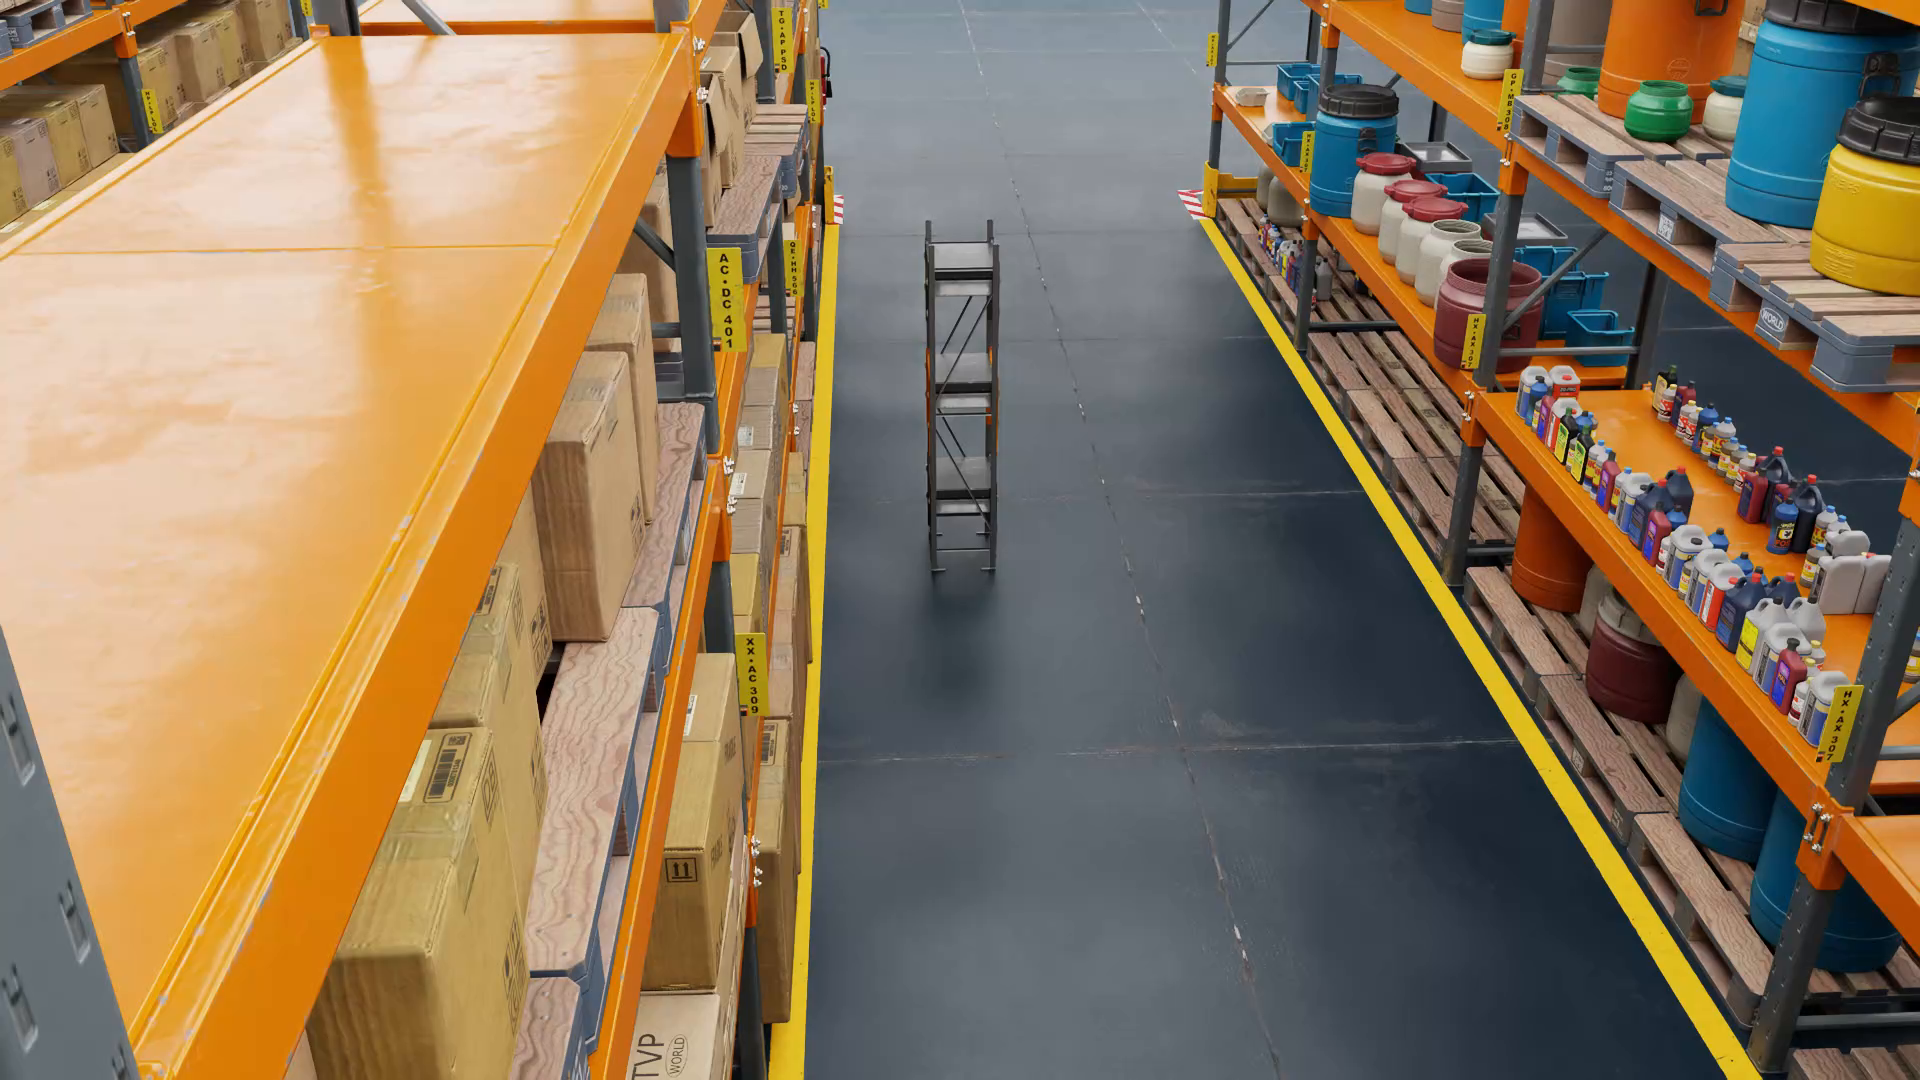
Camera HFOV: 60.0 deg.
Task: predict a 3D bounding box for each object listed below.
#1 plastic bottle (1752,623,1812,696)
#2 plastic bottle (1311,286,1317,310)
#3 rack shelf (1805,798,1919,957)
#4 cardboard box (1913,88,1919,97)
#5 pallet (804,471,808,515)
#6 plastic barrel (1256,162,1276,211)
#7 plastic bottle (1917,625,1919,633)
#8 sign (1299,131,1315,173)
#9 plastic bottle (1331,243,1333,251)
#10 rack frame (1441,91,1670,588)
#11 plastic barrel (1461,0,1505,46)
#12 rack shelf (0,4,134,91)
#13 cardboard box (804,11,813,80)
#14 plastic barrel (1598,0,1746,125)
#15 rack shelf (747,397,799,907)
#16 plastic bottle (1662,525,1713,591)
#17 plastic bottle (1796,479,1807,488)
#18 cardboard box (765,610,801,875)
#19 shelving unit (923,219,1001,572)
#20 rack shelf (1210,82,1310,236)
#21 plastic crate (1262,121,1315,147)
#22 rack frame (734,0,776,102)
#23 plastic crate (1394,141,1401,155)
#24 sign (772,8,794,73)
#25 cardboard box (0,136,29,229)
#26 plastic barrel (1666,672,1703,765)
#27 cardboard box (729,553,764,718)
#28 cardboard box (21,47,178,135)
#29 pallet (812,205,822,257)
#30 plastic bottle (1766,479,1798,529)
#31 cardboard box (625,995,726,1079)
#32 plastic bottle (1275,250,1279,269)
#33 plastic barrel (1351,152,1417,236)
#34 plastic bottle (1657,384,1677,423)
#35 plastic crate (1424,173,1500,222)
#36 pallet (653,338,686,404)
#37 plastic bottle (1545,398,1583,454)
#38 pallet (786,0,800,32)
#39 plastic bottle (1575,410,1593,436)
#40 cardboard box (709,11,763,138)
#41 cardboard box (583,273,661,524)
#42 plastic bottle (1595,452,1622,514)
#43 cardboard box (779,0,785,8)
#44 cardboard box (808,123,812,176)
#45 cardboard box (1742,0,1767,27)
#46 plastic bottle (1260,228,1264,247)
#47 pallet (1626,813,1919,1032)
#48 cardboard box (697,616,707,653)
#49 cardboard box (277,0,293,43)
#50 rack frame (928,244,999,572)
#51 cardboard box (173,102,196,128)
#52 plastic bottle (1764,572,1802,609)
[{"bbox_3d":[3.330,0.481,6.717,0.152,0.276,0.135,-1,28,-3],"label":"plastic bottle"},{"bbox_3d":[2.944,-2.039,13.967,0.097,0.201,0.097,0,28,0],"label":"plastic bottle"},{"bbox_3d":[3.797,2.012,4.427,1.077,0.370,4.000,-1,28,-3],"label":"rack shelf"},{"bbox_3d":[7.982,-3.610,13.617,0.380,0.149,0.250,-2,28,-4],"label":"cardboard box"},{"bbox_3d":[-1.502,-0.083,10.680,1.003,0.211,1.213,-1,28,-3],"label":"pallet"},{"bbox_3d":[3.176,-3.553,16.555,0.421,0.512,0.421,0,28,0],"label":"plastic barrel"},{"bbox_3d":[4.046,0.366,7.019,0.097,0.201,0.097,0,28,0],"label":"plastic bottle"},{"bbox_3d":[2.724,-3.040,13.035,0.100,0.325,0.005,-1,28,-3],"label":"sign"},{"bbox_3d":[3.479,-2.806,15.347,0.061,0.283,0.133,-1,28,-3],"label":"plastic bottle"},{"bbox_3d":[3.483,-1.078,9.573,1.000,3.000,0.127,-1,28,-3],"label":"rack frame"},{"bbox_3d":[3.586,-3.644,10.707,0.600,0.901,0.708,-1,28,-3],"label":"plastic barrel"},{"bbox_3d":[-6.526,-2.820,10.447,1.077,0.370,4.000,-1,28,-3],"label":"rack shelf"},{"bbox_3d":[-1.495,-4.101,13.858,0.500,0.500,0.500,-1,28,-3],"label":"cardboard box"},{"bbox_3d":[3.510,-2.522,8.180,0.600,0.830,0.708,-1,28,-3],"label":"plastic barrel"},{"bbox_3d":[-1.359,0.284,7.739,1.077,0.370,4.000,-1,28,-3],"label":"rack shelf"},{"bbox_3d":[3.284,0.079,7.488,0.152,0.276,0.135,-1,28,-3],"label":"plastic bottle"},{"bbox_3d":[4.007,-0.175,7.968,0.061,0.283,0.133,-1,28,-3],"label":"plastic bottle"},{"bbox_3d":[-1.355,0.937,7.553,1.225,0.875,0.875,-2,28,-4],"label":"cardboard box"},{"bbox_3d":[0.009,-0.855,10.118,0.431,2.100,0.503,-1,28,-3],"label":"shelving unit"},{"bbox_3d":[3.170,-3.530,15.052,1.077,0.370,4.000,-1,28,-3],"label":"rack shelf"},{"bbox_3d":[2.937,-3.552,14.602,0.530,0.136,0.437,-1,28,-3],"label":"plastic crate"},{"bbox_3d":[-1.463,-3.618,7.956,1.000,3.000,0.127,-1,28,-3],"label":"rack frame"},{"bbox_3d":[3.374,-3.142,13.598,0.767,0.338,0.504,-1,28,-3],"label":"plastic crate"},{"bbox_3d":[-0.908,-2.562,8.531,0.100,0.325,0.005,-1,28,-3],"label":"sign"},{"bbox_3d":[-6.519,-2.287,10.702,0.700,0.500,0.500,-2,28,-3],"label":"cardboard box"},{"bbox_3d":[3.704,0.845,8.123,0.421,0.512,0.421,0,28,0],"label":"plastic barrel"},{"bbox_3d":[-1.056,0.394,6.643,0.500,0.500,0.500,-1,28,-3],"label":"cardboard box"},{"bbox_3d":[-6.615,-3.449,12.789,0.875,0.550,0.550,-1,28,-3],"label":"cardboard box"},{"bbox_3d":[-1.870,-3.005,16.284,1.003,0.211,1.213,-1,28,-3],"label":"pallet"},{"bbox_3d":[3.946,-0.173,7.965,0.061,0.283,0.133,-1,28,-3],"label":"plastic bottle"},{"bbox_3d":[-0.913,1.496,4.479,0.500,0.250,0.500,-1,28,-2],"label":"cardboard box"},{"bbox_3d":[2.888,-2.537,14.920,0.097,0.201,0.097,0,28,0],"label":"plastic bottle"},{"bbox_3d":[3.105,-2.538,12.226,0.433,0.535,0.433,0,28,0],"label":"plastic barrel"},{"bbox_3d":[3.918,-0.760,9.177,0.097,0.201,0.097,0,28,0],"label":"plastic bottle"},{"bbox_3d":[3.643,-2.416,12.156,0.392,0.384,0.575,-1,28,-3],"label":"plastic crate"},{"bbox_3d":[-1.351,-0.778,5.962,0.805,0.209,1.217,-2,28,-5],"label":"pallet"},{"bbox_3d":[3.207,-0.602,8.794,0.152,0.276,0.135,-1,28,-3],"label":"plastic bottle"},{"bbox_3d":[-1.746,-3.765,11.684,1.213,0.211,1.003,-1,28,-3],"label":"pallet"},{"bbox_3d":[3.247,-0.547,8.694,0.097,0.271,0.097,0,28,0],"label":"plastic bottle"},{"bbox_3d":[-1.359,-2.240,7.992,0.797,0.503,0.637,0,28,0],"label":"cardboard box"},{"bbox_3d":[-1.153,-0.356,4.275,0.700,0.500,0.500,-3,28,-6],"label":"cardboard box"},{"bbox_3d":[3.198,-0.284,8.177,0.061,0.283,0.133,-1,28,-3],"label":"plastic bottle"},{"bbox_3d":[-1.253,-3.012,9.389,0.500,0.500,0.500,-1,28,-2],"label":"cardboard box"},{"bbox_3d":[-1.634,-3.191,13.195,0.875,0.500,0.500,-1,28,-3],"label":"cardboard box"},{"bbox_3d":[8.027,-5.269,16.098,0.700,0.500,0.500,-1,28,-2],"label":"cardboard box"},{"bbox_3d":[2.854,-2.834,15.490,0.097,0.201,0.097,0,28,0],"label":"plastic bottle"},{"bbox_3d":[3.693,1.648,7.361,1.003,0.211,1.213,-1,28,-3],"label":"pallet"},{"bbox_3d":[-1.296,0.105,6.112,0.797,0.503,0.637,-2,28,-4],"label":"cardboard box"},{"bbox_3d":[-6.858,-4.953,15.672,0.875,0.550,0.550,-1,28,-3],"label":"cardboard box"},{"bbox_3d":[0.021,-0.742,9.902,0.400,2.100,0.015,-1,28,-3],"label":"rack frame"},{"bbox_3d":[-6.713,-3.222,13.523,0.875,0.550,0.550,-1,28,-3],"label":"cardboard box"},{"bbox_3d":[3.452,0.286,7.012,0.144,0.351,0.185,-1,28,-3],"label":"plastic bottle"}]
